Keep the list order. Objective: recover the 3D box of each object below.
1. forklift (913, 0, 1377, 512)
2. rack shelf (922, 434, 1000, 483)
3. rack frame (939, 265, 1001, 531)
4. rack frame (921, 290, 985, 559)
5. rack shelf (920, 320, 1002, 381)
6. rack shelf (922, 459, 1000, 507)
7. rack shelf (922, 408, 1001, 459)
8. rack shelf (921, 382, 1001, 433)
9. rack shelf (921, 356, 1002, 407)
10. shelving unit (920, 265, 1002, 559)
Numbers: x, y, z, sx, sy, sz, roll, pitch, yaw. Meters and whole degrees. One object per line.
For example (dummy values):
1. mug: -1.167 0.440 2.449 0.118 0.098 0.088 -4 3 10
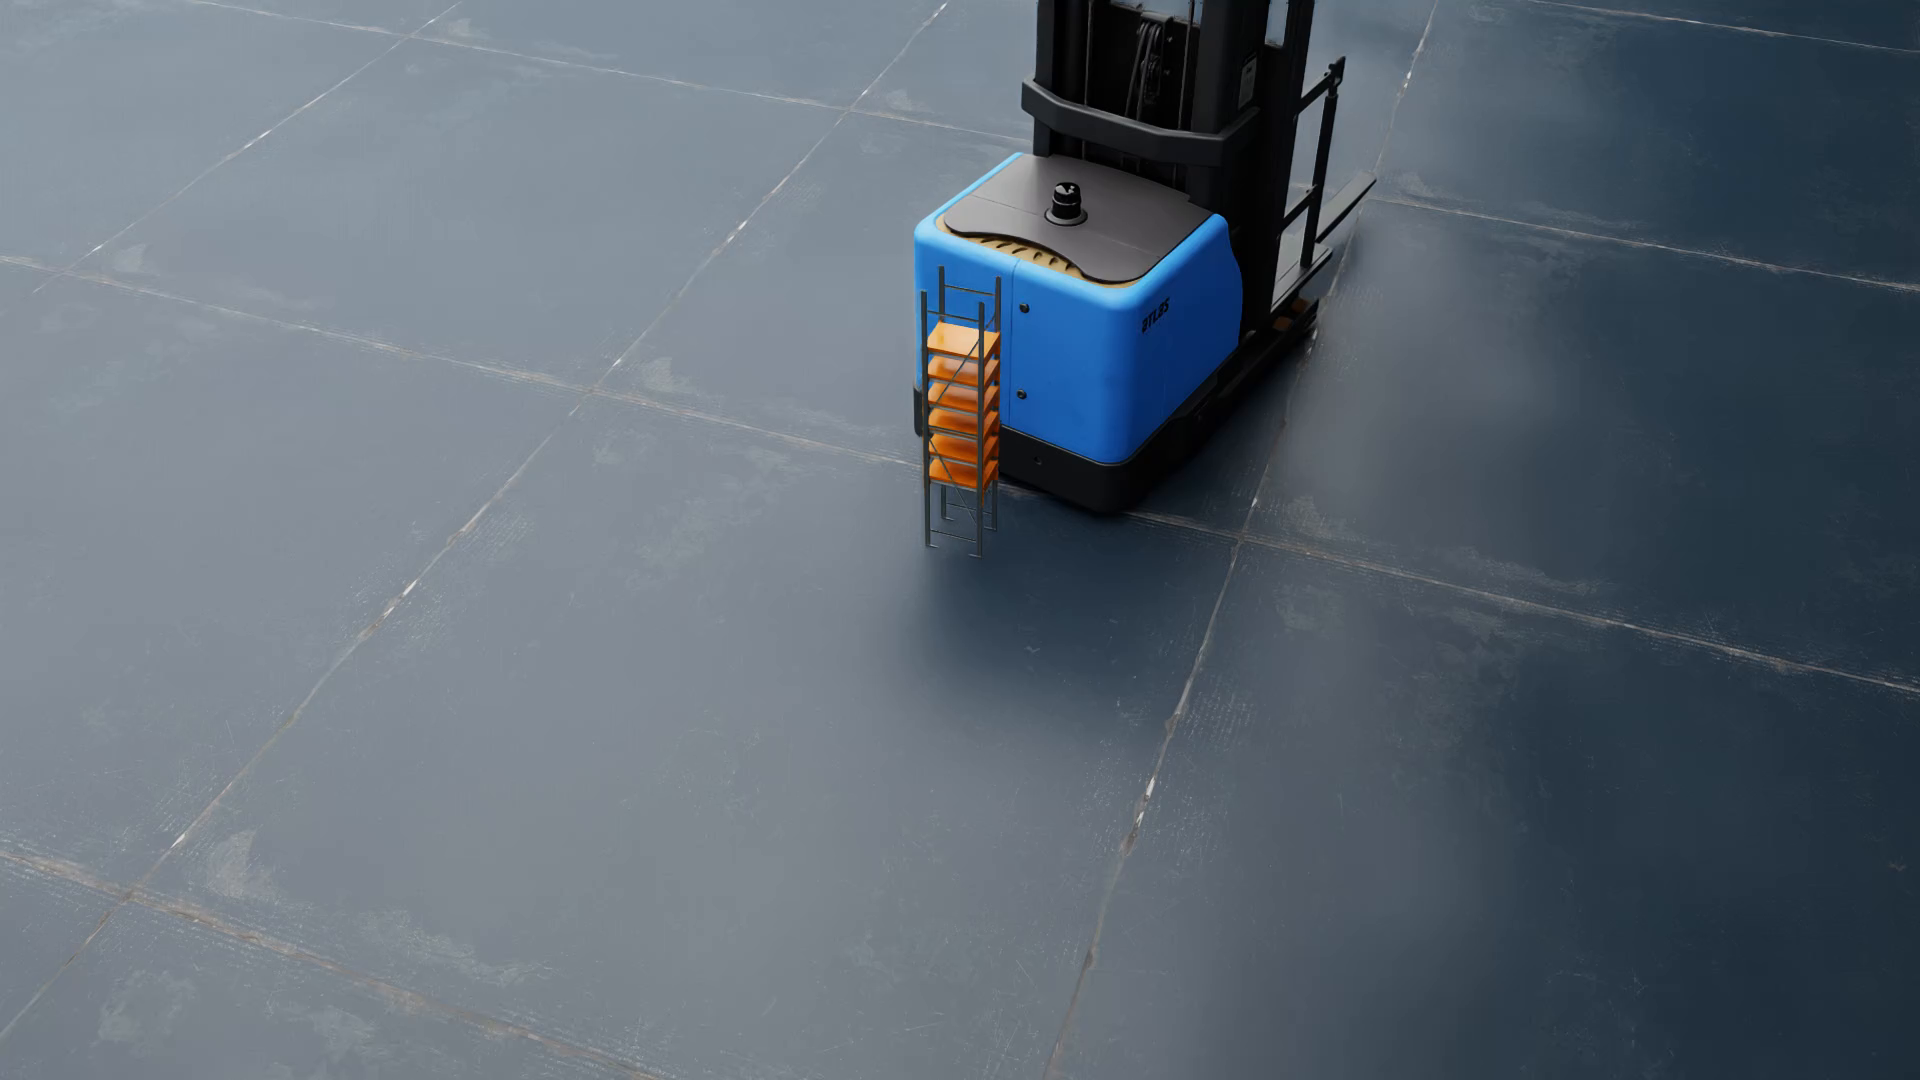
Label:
1. forklift: 1.042 -2.151 7.013 1.130 2.935 3.031 24 46 25
2. rack shelf: 0.005 -0.340 6.478 0.258 0.103 0.180 13 42 15
3. rack frame: 0.036 -0.521 6.436 0.240 1.200 0.006 13 42 15
4. rack frame: -0.026 -0.409 6.306 0.240 1.200 0.006 13 42 15
5. rack shelf: 0.005 -0.705 6.166 0.258 0.103 0.180 13 42 15
6. rack shelf: 0.005 -0.249 6.556 0.258 0.103 0.180 13 42 15
7. rack shelf: 0.005 -0.431 6.400 0.258 0.103 0.180 13 42 15
8. rack shelf: 0.005 -0.523 6.322 0.258 0.103 0.180 13 42 15
9. rack shelf: 0.005 -0.614 6.244 0.258 0.103 0.180 13 42 15
10. shelving unit: 0.005 -0.465 6.371 0.258 1.200 0.189 13 42 15
